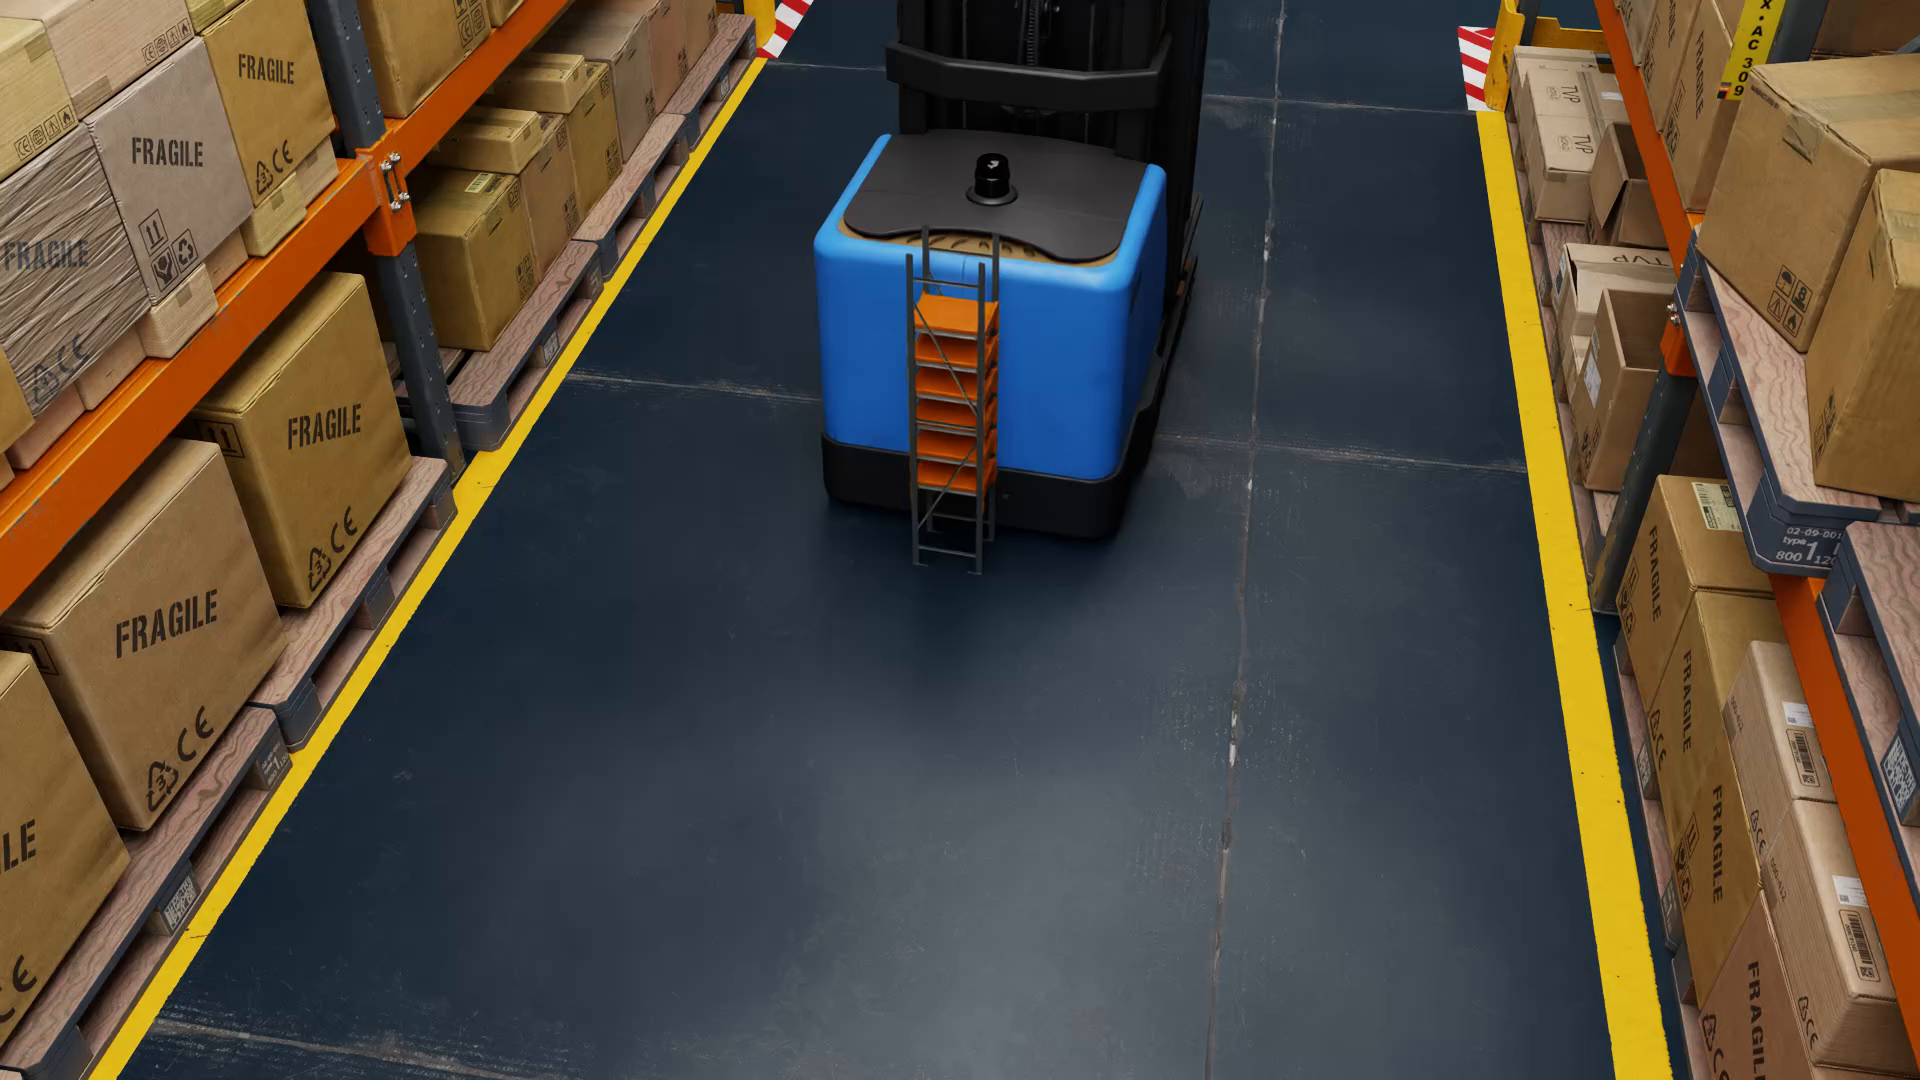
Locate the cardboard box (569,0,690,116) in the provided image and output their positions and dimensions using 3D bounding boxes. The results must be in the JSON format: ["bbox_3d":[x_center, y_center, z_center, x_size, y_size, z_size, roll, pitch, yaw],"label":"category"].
[{"bbox_3d":[-1.720,-2.384,7.911,0.700,0.500,0.500,6,40,8],"label":"cardboard box"}]

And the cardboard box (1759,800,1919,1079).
[{"bbox_3d":[1.993,0.829,3.422,0.500,0.250,0.500,6,40,7],"label":"cardboard box"}]

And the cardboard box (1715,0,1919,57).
[{"bbox_3d":[2.409,-1.665,4.547,0.500,0.500,0.500,7,40,8],"label":"cardboard box"}]

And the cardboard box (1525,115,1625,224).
[{"bbox_3d":[2.722,-1.578,7.117,0.500,0.250,0.500,6,40,8],"label":"cardboard box"}]

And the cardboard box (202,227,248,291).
[{"bbox_3d":[-2.192,-0.788,4.531,0.380,0.149,0.250,8,40,9],"label":"cardboard box"}]

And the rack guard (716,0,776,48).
[{"bbox_3d":[-1.607,-3.001,8.988,1.175,0.500,0.348,6,40,8],"label":"rack guard"}]

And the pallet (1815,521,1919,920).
[{"bbox_3d":[2.216,0.468,2.980,1.003,0.211,1.213,6,40,8],"label":"pallet"}]

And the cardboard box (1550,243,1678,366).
[{"bbox_3d":[2.525,-0.888,6.235,0.500,0.311,0.500,6,40,8],"label":"cardboard box"}]

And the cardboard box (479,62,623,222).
[{"bbox_3d":[-1.891,-1.732,7.123,0.700,0.500,0.500,7,40,9],"label":"cardboard box"}]

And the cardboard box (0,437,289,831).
[{"bbox_3d":[-2.438,0.208,4.502,0.750,0.750,0.750,8,40,9],"label":"cardboard box"}]

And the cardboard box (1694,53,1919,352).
[{"bbox_3d":[2.274,-0.823,3.983,0.700,0.500,0.500,-6,40,-7],"label":"cardboard box"}]

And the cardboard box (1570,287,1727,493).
[{"bbox_3d":[2.396,-0.490,5.605,0.500,0.500,0.500,6,40,8],"label":"cardboard box"}]

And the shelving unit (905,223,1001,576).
[{"bbox_3d":[-0.020,-0.417,5.313,0.258,1.200,0.189,9,40,11],"label":"shelving unit"}]

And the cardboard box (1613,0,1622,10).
[{"bbox_3d":[2.670,-2.242,6.029,0.500,0.500,0.500,7,40,8],"label":"cardboard box"}]

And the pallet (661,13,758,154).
[{"bbox_3d":[-1.672,-2.364,8.444,1.003,0.211,1.213,6,40,8],"label":"pallet"}]

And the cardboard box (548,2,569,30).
[{"bbox_3d":[-1.983,-2.413,7.438,0.380,0.149,0.250,7,40,8],"label":"cardboard box"}]

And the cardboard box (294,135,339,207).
[{"bbox_3d":[-2.083,-1.107,4.916,0.380,0.149,0.250,7,40,8],"label":"cardboard box"}]

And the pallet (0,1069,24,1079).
[{"bbox_3d":[-2.785,1.659,3.577,1.003,0.211,1.213,6,40,8],"label":"pallet"}]

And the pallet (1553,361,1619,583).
[{"bbox_3d":[2.696,-0.251,5.889,1.003,0.211,1.213,6,40,8],"label":"pallet"}]

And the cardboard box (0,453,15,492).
[{"bbox_3d":[-2.403,-0.149,3.757,0.380,0.149,0.250,8,40,9],"label":"cardboard box"}]

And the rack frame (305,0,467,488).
[{"bbox_3d":[-2.303,-1.439,5.137,1.000,3.000,0.127,6,40,8],"label":"rack frame"}]

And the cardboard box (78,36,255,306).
[{"bbox_3d":[-2.213,-0.961,4.231,0.500,0.500,0.500,7,40,8],"label":"cardboard box"}]

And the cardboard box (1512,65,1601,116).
[{"bbox_3d":[2.814,-2.101,7.816,0.380,0.166,0.250,6,40,8],"label":"cardboard box"}]

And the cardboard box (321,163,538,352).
[{"bbox_3d":[-2.073,-1.096,6.353,0.700,0.500,0.500,7,40,8],"label":"cardboard box"}]

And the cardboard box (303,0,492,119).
[{"bbox_3d":[-2.193,-1.893,5.451,0.980,0.700,0.700,7,40,8],"label":"cardboard box"}]

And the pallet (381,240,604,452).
[{"bbox_3d":[-2.094,-0.833,6.592,1.003,0.211,1.213,6,40,8],"label":"pallet"}]

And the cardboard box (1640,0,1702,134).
[{"bbox_3d":[2.498,-1.599,5.252,0.500,0.500,0.500,7,40,9],"label":"cardboard box"}]

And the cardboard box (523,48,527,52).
[{"bbox_3d":[-2.071,-2.093,7.051,0.380,0.149,0.250,6,40,7],"label":"cardboard box"}]

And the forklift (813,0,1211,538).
[{"bbox_3d":[0.375,-2.082,5.968,1.130,2.935,3.031,9,40,11],"label":"forklift"}]

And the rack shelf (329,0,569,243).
[{"bbox_3d":[-1.957,-2.417,6.884,1.077,0.370,4.000,6,40,8],"label":"rack shelf"}]

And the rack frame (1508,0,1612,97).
[{"bbox_3d":[3.269,-3.406,7.515,1.000,3.000,0.127,6,40,8],"label":"rack frame"}]

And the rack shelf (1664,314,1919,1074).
[{"bbox_3d":[2.230,0.637,3.190,1.077,0.370,4.000,6,40,8],"label":"rack shelf"}]

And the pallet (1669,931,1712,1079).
[{"bbox_3d":[2.264,1.462,3.816,1.003,0.211,1.213,6,40,8],"label":"pallet"}]

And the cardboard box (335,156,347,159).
[{"bbox_3d":[-2.293,-1.277,6.063,0.380,0.149,0.250,6,40,7],"label":"cardboard box"}]

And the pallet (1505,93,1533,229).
[{"bbox_3d":[3.119,-1.783,7.741,1.003,0.211,1.213,6,40,8],"label":"pallet"}]

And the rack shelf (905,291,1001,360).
[{"bbox_3d":[-0.020,-0.661,5.112,0.258,0.103,0.180,9,40,11],"label":"rack shelf"}]

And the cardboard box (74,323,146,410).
[{"bbox_3d":[-2.288,-0.470,4.146,0.380,0.149,0.250,6,40,8],"label":"cardboard box"}]

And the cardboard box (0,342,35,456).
[{"bbox_3d":[-2.390,-0.333,3.471,0.500,0.500,0.500,7,40,9],"label":"cardboard box"}]

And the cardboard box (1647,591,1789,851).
[{"bbox_3d":[2.171,0.511,4.394,0.500,0.500,0.500,7,40,8],"label":"cardboard box"}]

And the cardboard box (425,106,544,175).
[{"bbox_3d":[-1.834,-1.540,6.382,0.380,0.149,0.250,8,40,9],"label":"cardboard box"}]

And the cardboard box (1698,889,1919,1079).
[{"bbox_3d":[1.990,1.141,3.632,0.500,0.500,0.500,5,40,6],"label":"cardboard box"}]

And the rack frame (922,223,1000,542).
[{"bbox_3d":[0.002,-0.474,5.382,0.240,1.200,0.006,9,40,11],"label":"rack frame"}]

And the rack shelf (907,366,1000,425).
[{"bbox_3d":[-0.020,-0.476,5.265,0.258,0.103,0.180,9,40,11],"label":"rack shelf"}]

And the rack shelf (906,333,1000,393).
[{"bbox_3d":[-0.020,-0.568,5.189,0.258,0.103,0.180,9,40,11],"label":"rack shelf"}]

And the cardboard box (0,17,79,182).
[{"bbox_3d":[-2.318,-0.928,3.602,0.500,0.250,0.500,7,40,9],"label":"cardboard box"}]
